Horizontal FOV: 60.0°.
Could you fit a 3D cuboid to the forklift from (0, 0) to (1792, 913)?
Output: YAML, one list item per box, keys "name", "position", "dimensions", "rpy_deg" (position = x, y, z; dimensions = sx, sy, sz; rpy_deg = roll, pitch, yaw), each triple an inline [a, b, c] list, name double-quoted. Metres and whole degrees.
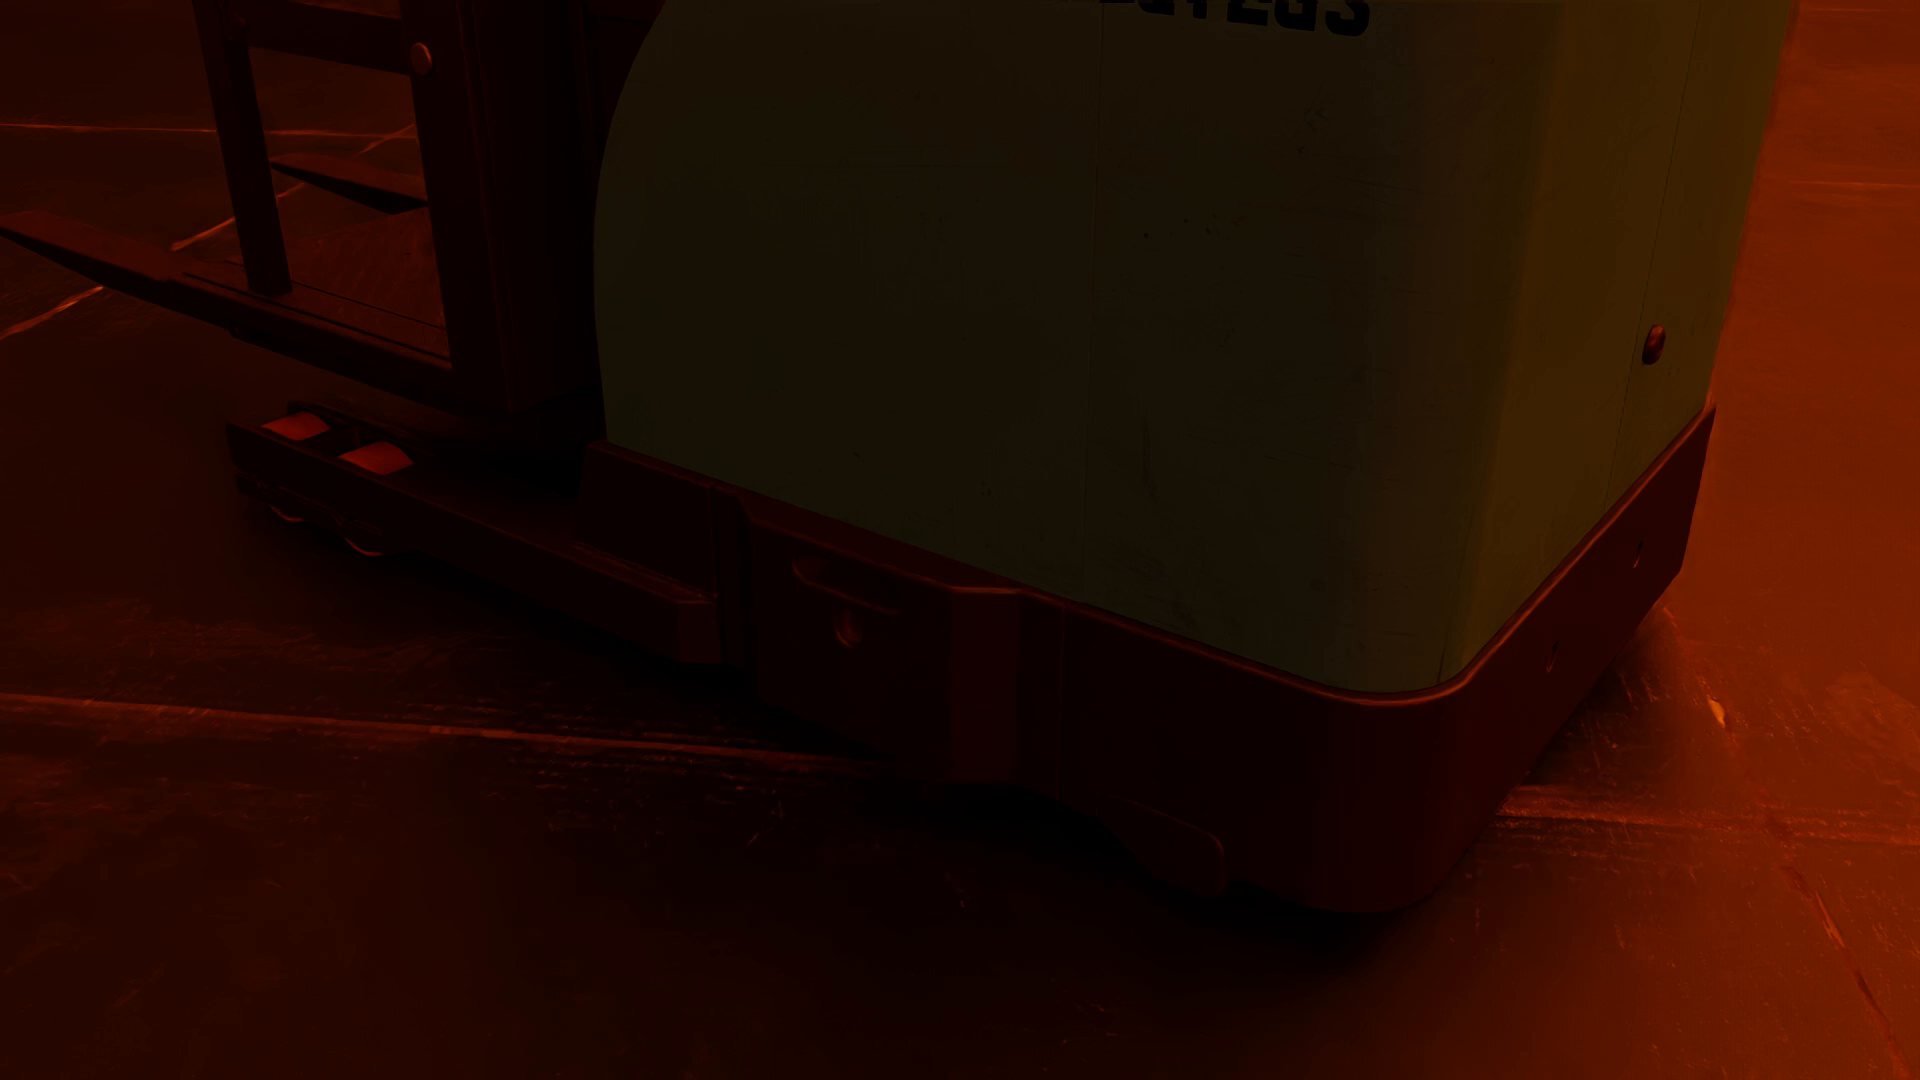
- name: "forklift"
  position: [-0.493, -1.457, 2.136]
  dimensions: [3.031, 2.935, 1.130]
  rpy_deg: [18, 32, 32]
